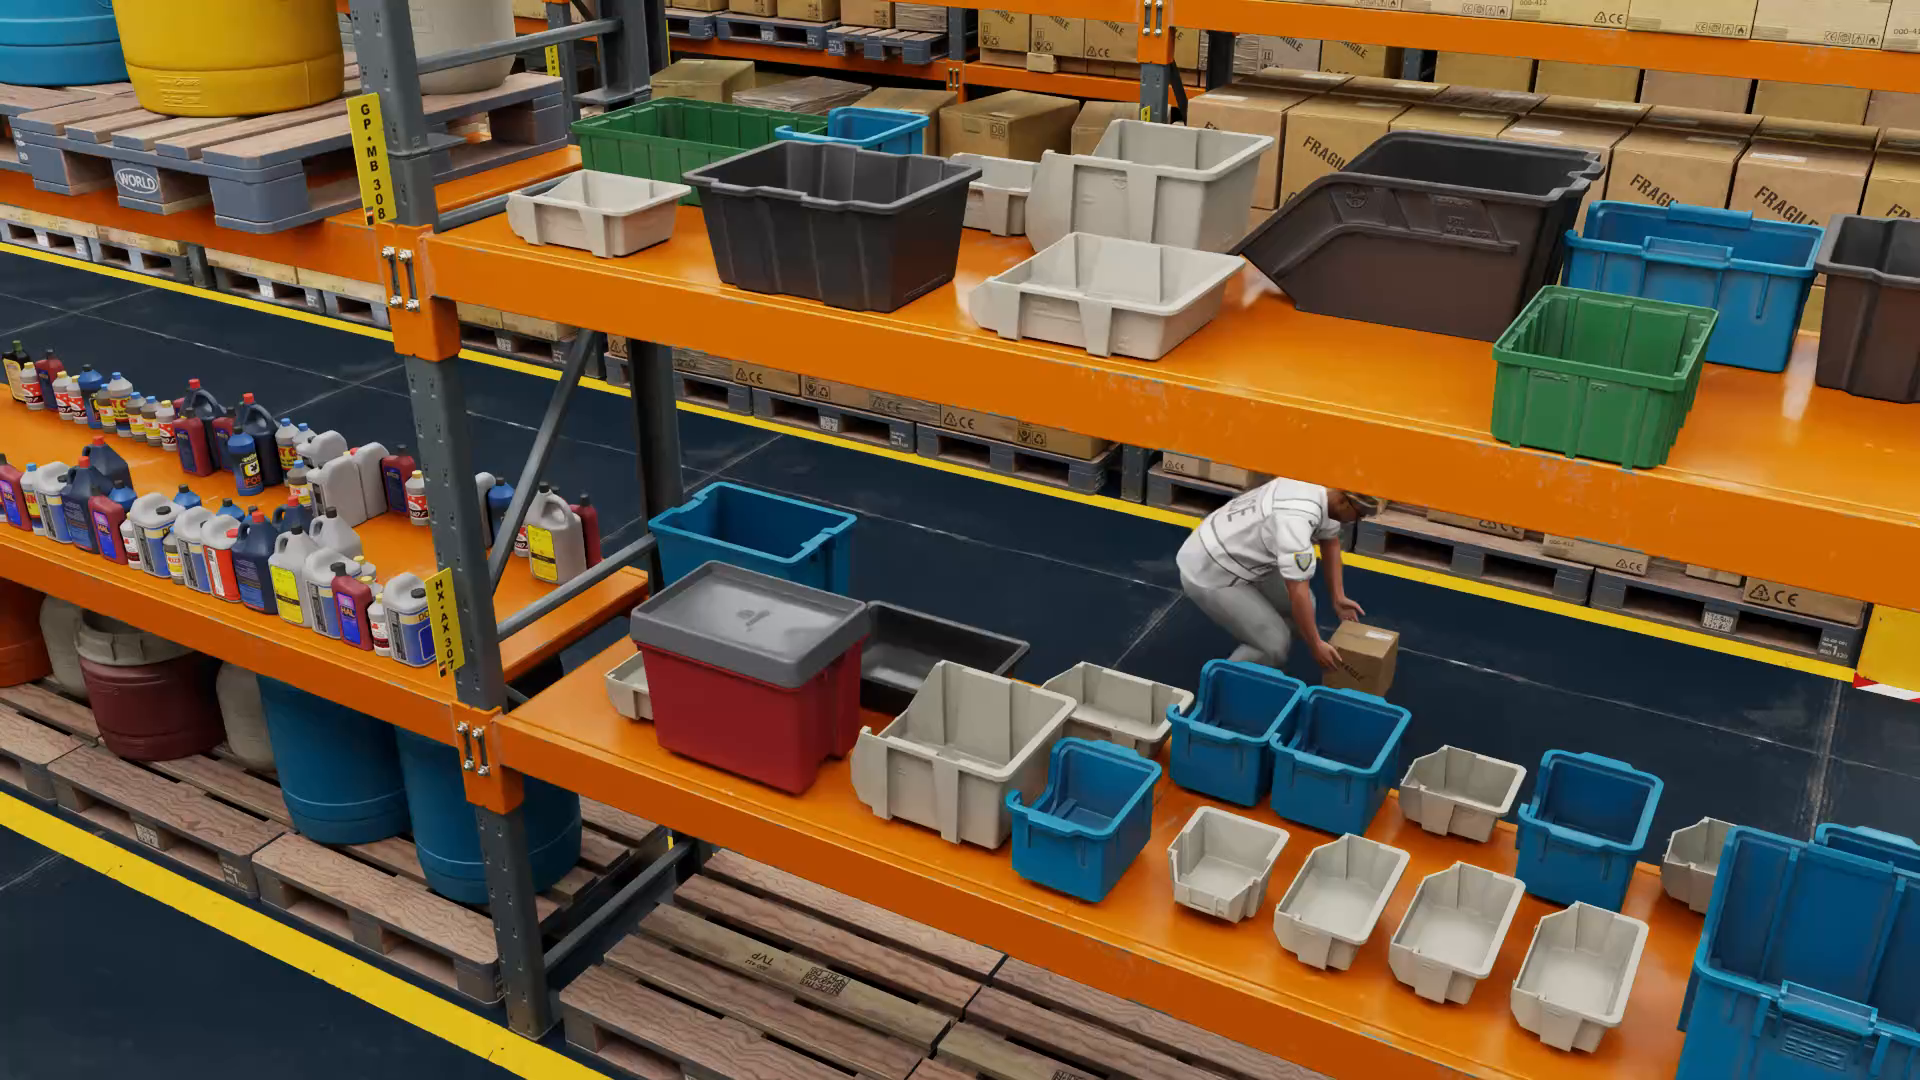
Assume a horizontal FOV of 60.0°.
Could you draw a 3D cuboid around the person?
[{"bbox_3d":[1.413,0.173,7.338,0.882,1.242,0.581,14,30,26],"label":"person"}]
